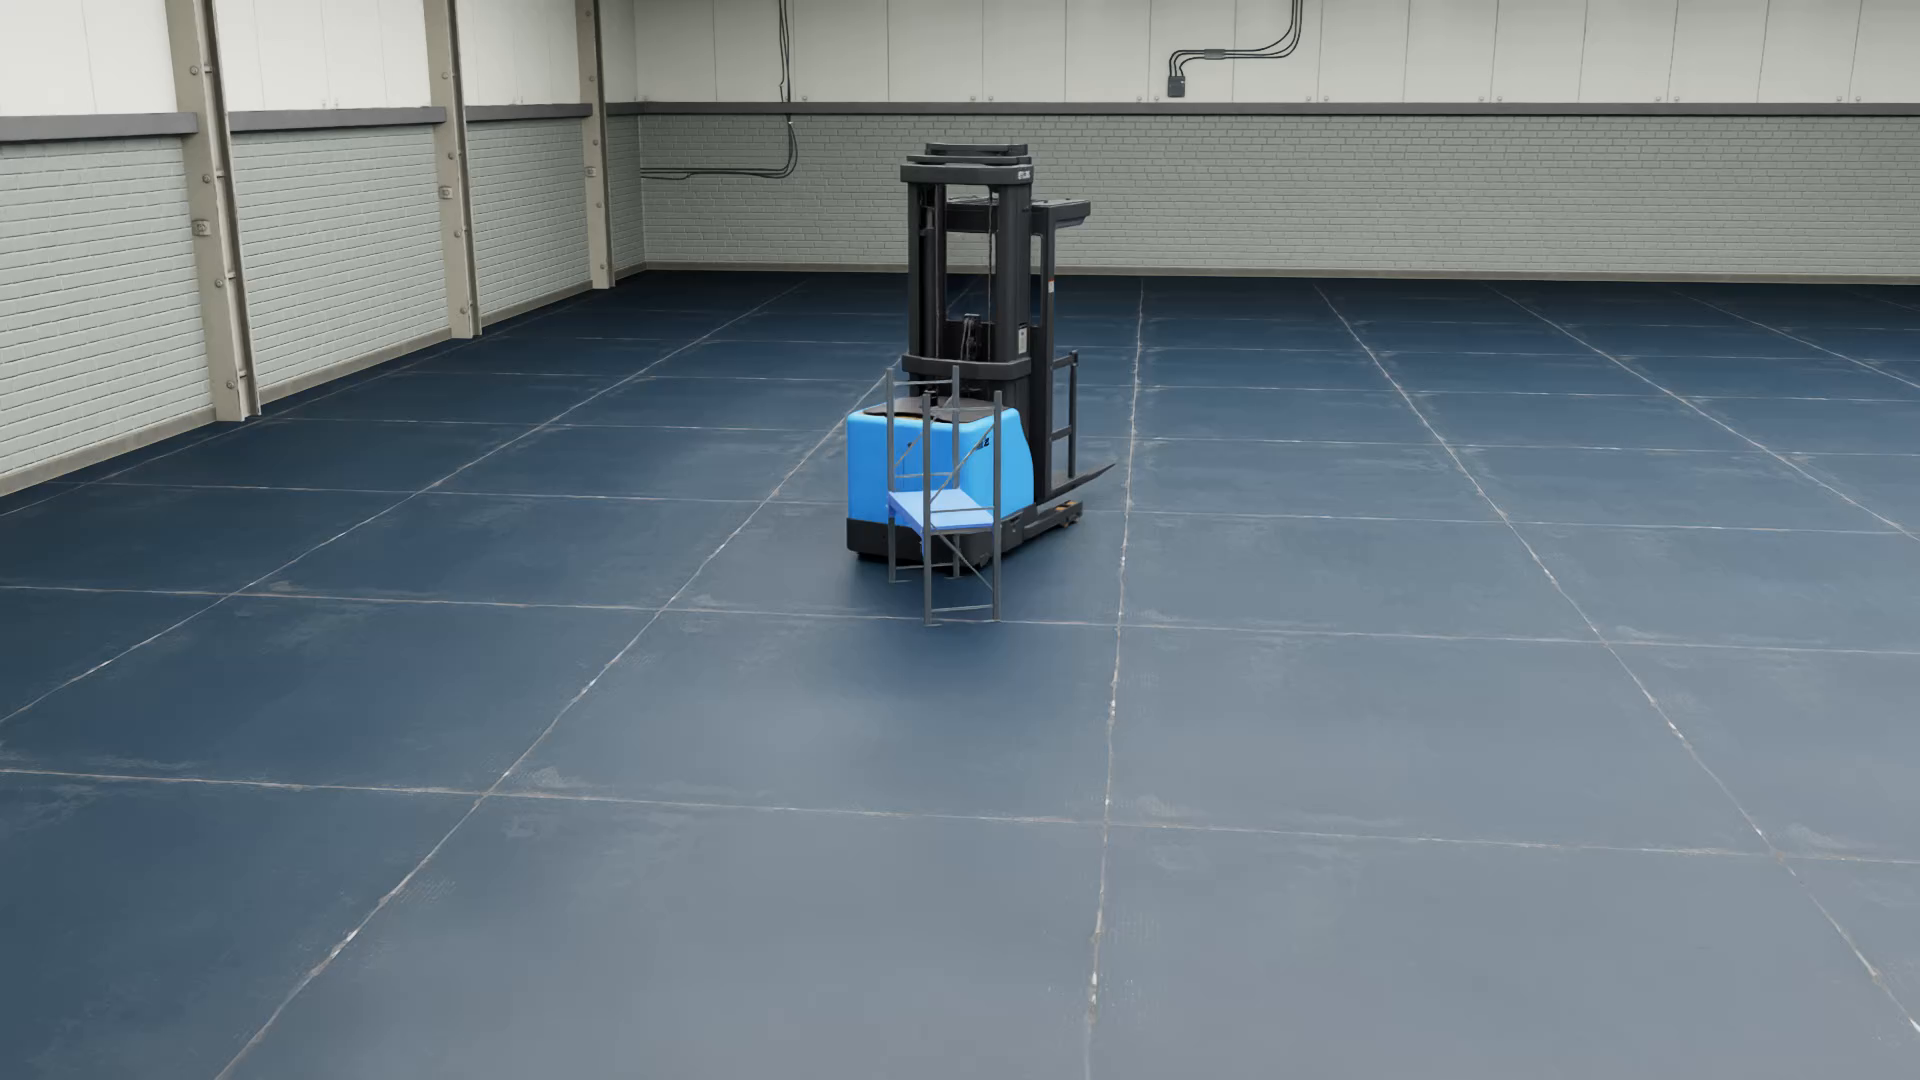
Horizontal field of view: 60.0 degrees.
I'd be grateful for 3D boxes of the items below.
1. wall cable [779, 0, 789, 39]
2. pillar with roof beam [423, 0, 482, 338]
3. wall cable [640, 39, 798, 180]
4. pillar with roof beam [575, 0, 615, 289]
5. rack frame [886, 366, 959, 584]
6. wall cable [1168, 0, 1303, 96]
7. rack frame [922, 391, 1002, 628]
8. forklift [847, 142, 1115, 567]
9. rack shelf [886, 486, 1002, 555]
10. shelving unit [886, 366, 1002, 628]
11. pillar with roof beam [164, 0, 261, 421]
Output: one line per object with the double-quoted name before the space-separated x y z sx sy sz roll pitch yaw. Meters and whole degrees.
"wall cable" -1.872 -10.324 29.877 3.097 2.526 0.112 2 15 6
"pillar with roof beam" -2.605 -7.057 21.520 9.100 9.000 0.400 2 15 6
"wall cable" -4.560 -7.966 30.831 3.097 2.526 0.112 2 15 6
"pillar with roof beam" -1.928 -8.613 27.275 9.100 9.000 0.400 2 15 6
"rack frame" -0.251 -0.442 11.422 0.500 1.500 0.032 -4 16 -15
"wall cable" 4.871 -10.823 28.932 2.305 6.003 0.169 2 15 6
"rack frame" 0.014 -0.185 10.474 0.500 1.500 0.032 -4 16 -15
"forklift" 0.319 -1.559 12.814 1.130 2.935 3.031 8 17 27
"rack shelf" -0.118 -0.140 10.995 0.538 0.185 1.000 -4 16 -15
"shelving unit" -0.118 -0.313 10.948 0.538 1.500 1.048 -4 16 -15
"pillar with roof beam" -3.282 -5.501 15.765 9.100 9.000 0.400 2 15 6
